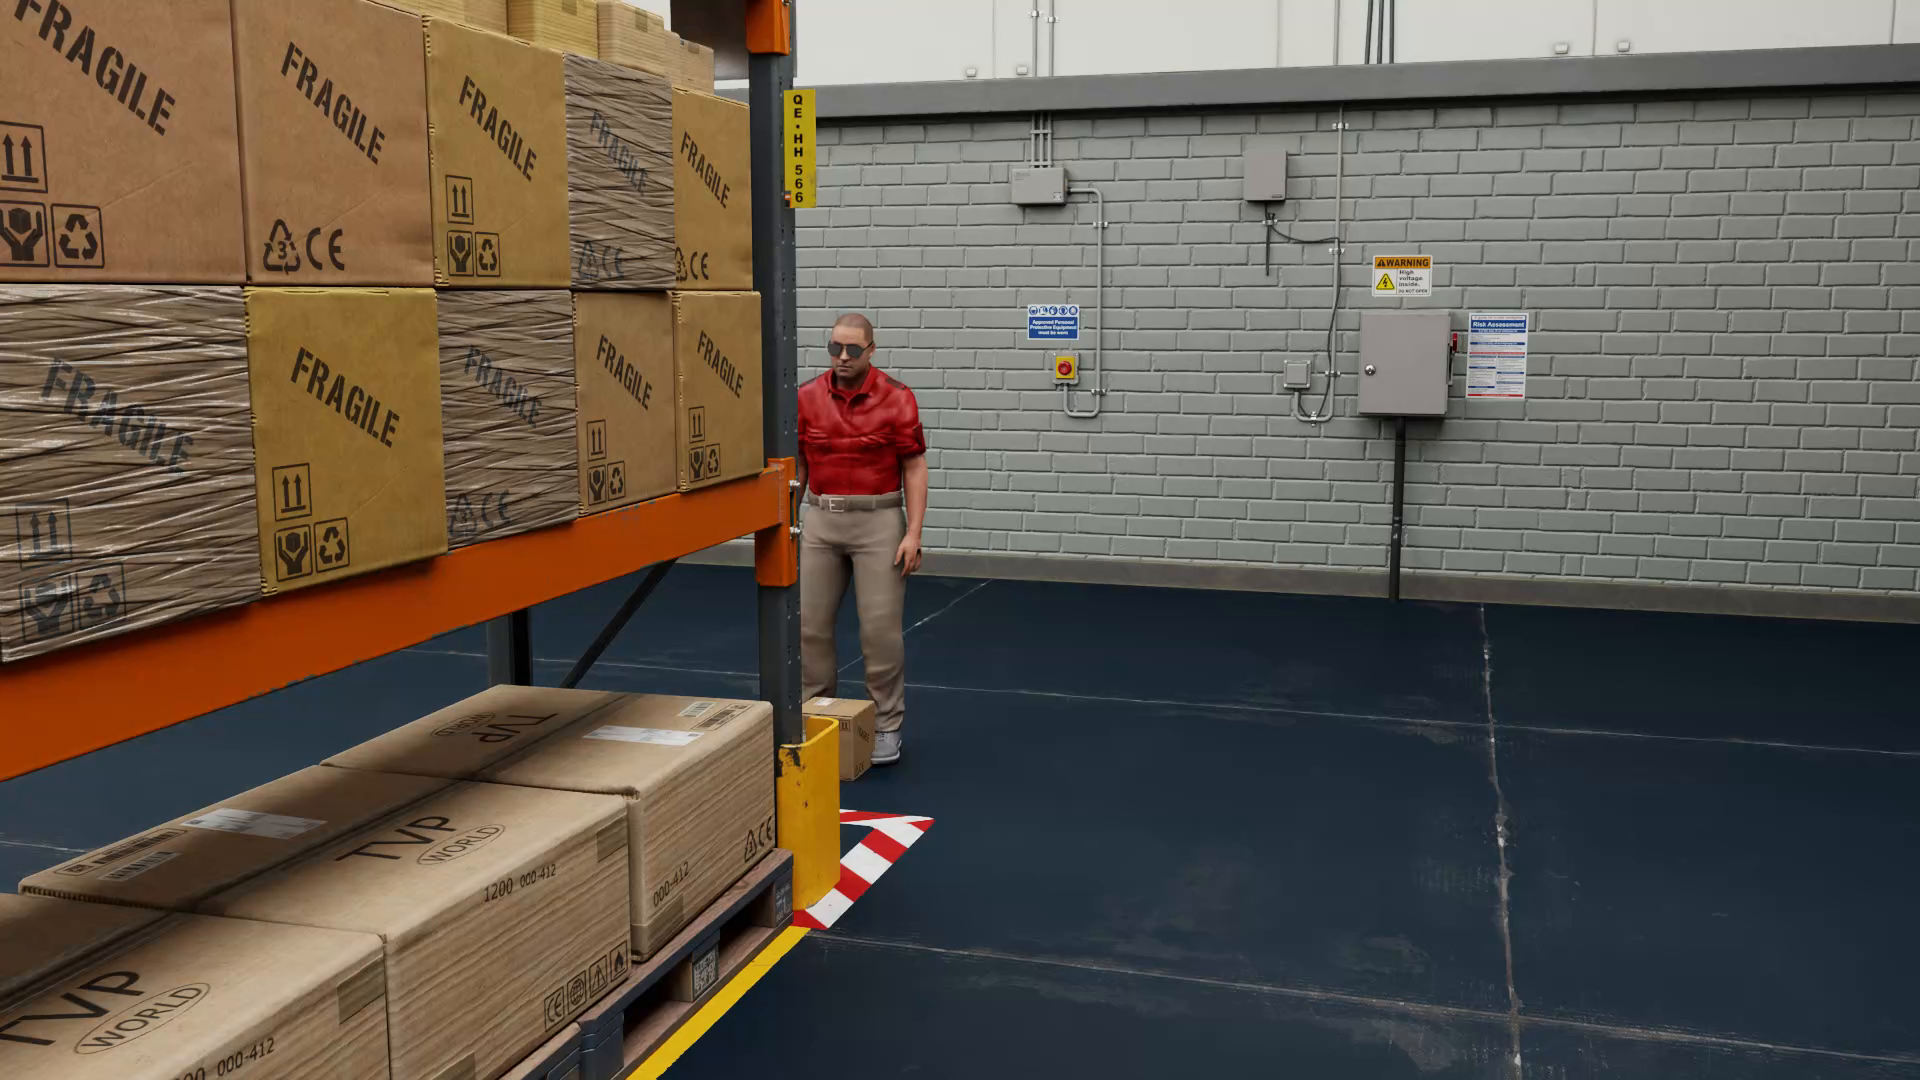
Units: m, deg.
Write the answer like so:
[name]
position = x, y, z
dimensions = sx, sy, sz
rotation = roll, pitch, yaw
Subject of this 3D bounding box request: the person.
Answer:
[person]
position = -0.421, -0.013, 6.470
dimensions = 0.588, 1.726, 0.390
rotation = 2, 9, 14
